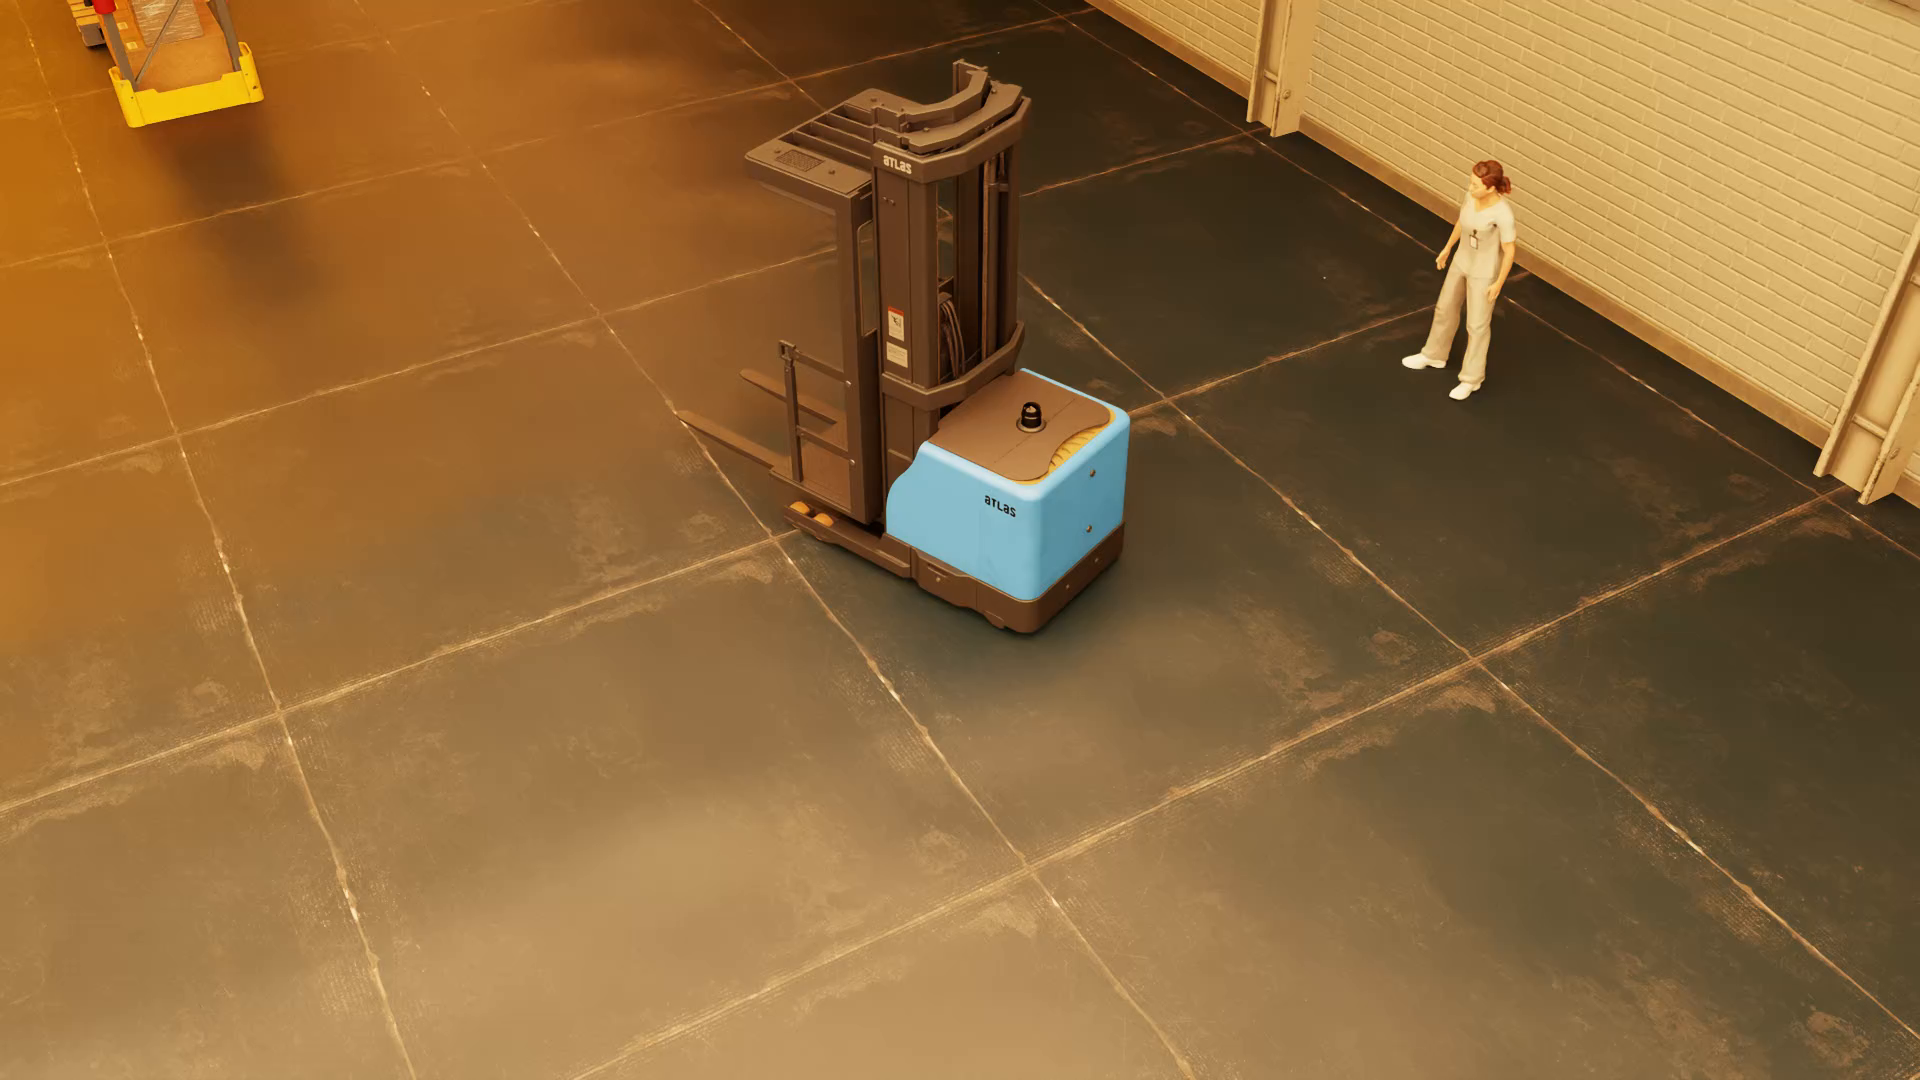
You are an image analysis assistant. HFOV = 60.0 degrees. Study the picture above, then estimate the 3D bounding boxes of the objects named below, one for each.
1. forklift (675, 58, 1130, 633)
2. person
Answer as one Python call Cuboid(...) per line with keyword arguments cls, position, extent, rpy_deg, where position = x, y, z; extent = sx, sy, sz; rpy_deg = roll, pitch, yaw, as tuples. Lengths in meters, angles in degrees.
Cuboid(cls="forklift", position=(-0.481, -1.366, 9.683), extent=(3.031, 2.935, 1.130), rpy_deg=(26, 46, 28))
Cuboid(cls="person", position=(3.430, -1.788, 11.194), extent=(0.399, 1.659, 0.571), rpy_deg=(-16, 42, -18))
